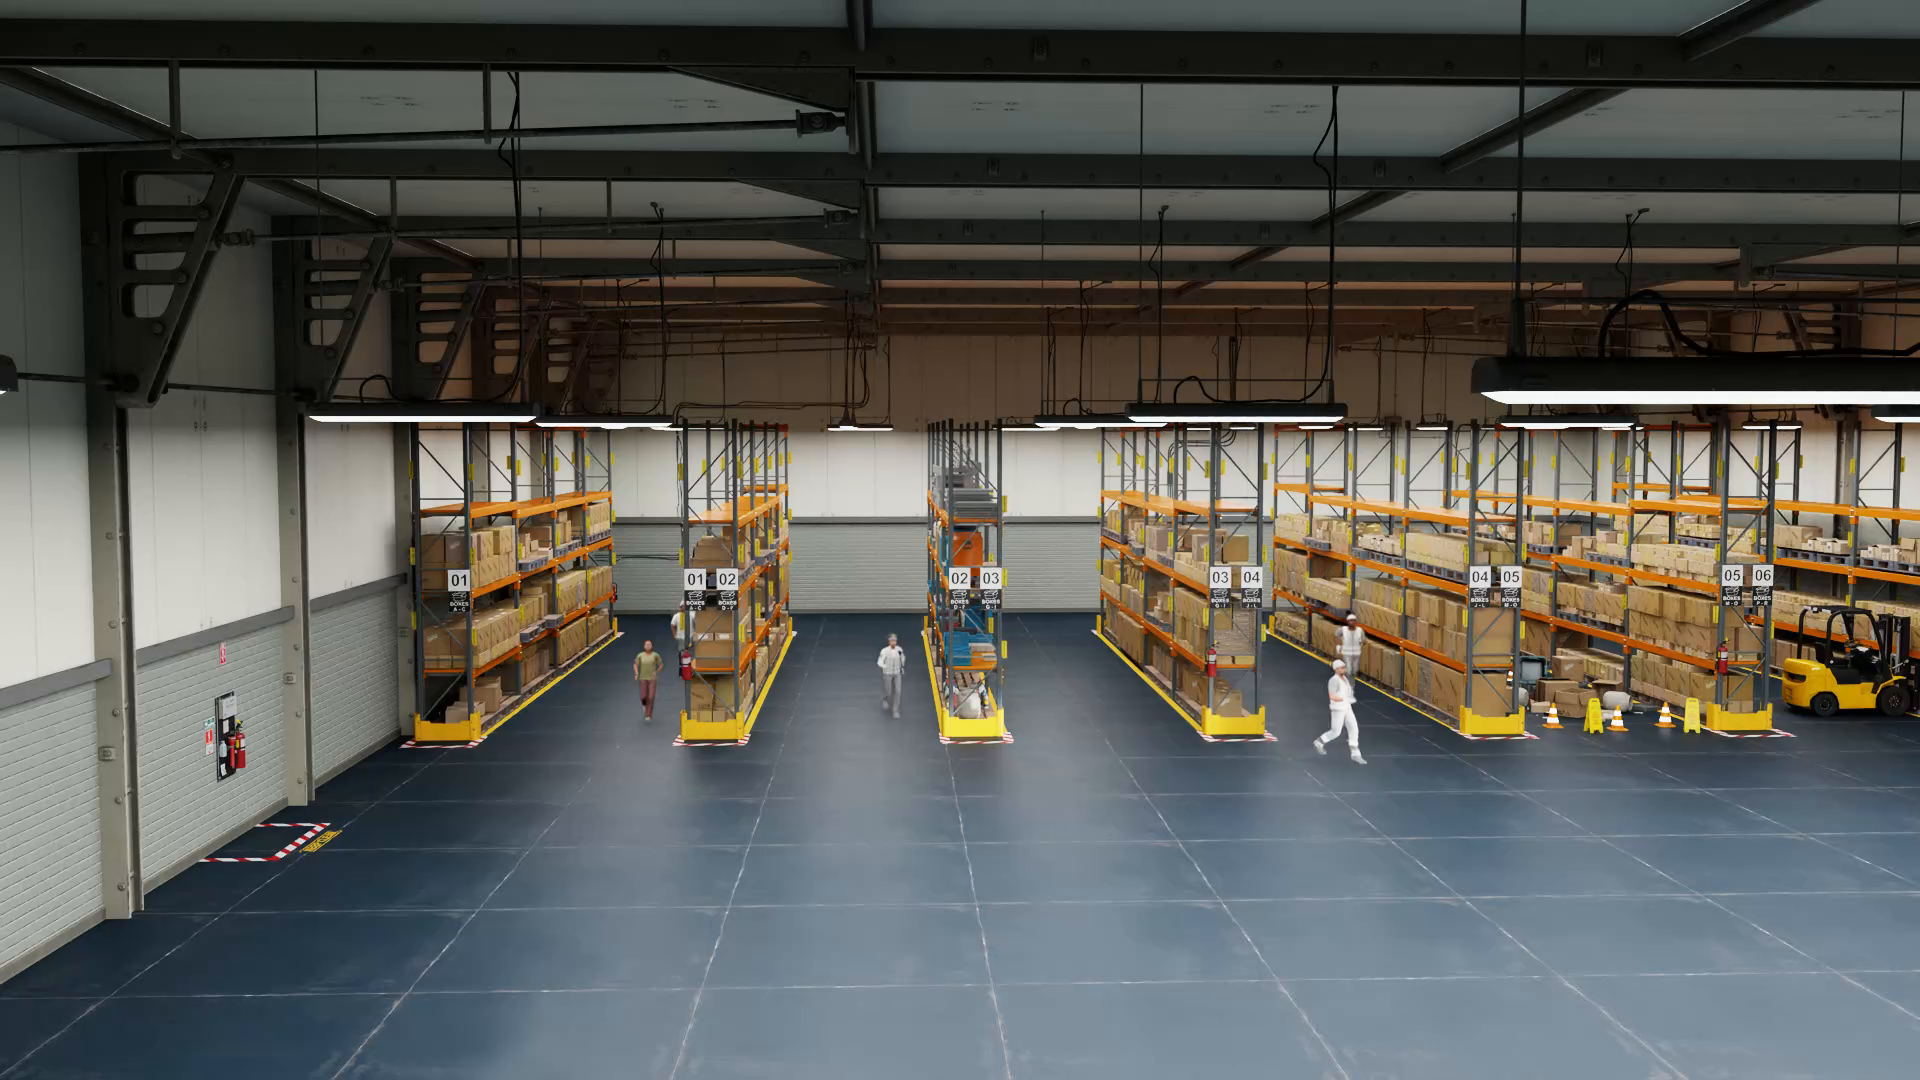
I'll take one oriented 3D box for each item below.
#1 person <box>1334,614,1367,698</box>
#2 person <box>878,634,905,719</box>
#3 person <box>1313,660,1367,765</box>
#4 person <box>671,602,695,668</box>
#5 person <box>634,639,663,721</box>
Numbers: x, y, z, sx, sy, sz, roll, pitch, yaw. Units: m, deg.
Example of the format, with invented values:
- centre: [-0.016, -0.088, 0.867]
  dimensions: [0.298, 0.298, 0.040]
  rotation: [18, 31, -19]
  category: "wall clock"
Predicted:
- centre: [8.484, 2.514, 36.070]
  dimensions: [0.667, 1.820, 0.816]
  rotation: [0, 4, -2]
  category: "person"
- centre: [-1.386, 2.727, 33.787]
  dimensions: [0.601, 1.690, 0.872]
  rotation: [-1, 4, -16]
  category: "person"
- centre: [6.638, 2.975, 28.982]
  dimensions: [0.993, 1.787, 0.670]
  rotation: [3, 5, 41]
  category: "person"
- centre: [-6.531, 2.331, 39.614]
  dimensions: [0.698, 1.741, 0.655]
  rotation: [0, 4, -2]
  category: "person"
- centre: [-6.218, 2.788, 33.194]
  dimensions: [0.580, 1.620, 0.558]
  rotation: [-1, 4, -8]
  category: "person"
